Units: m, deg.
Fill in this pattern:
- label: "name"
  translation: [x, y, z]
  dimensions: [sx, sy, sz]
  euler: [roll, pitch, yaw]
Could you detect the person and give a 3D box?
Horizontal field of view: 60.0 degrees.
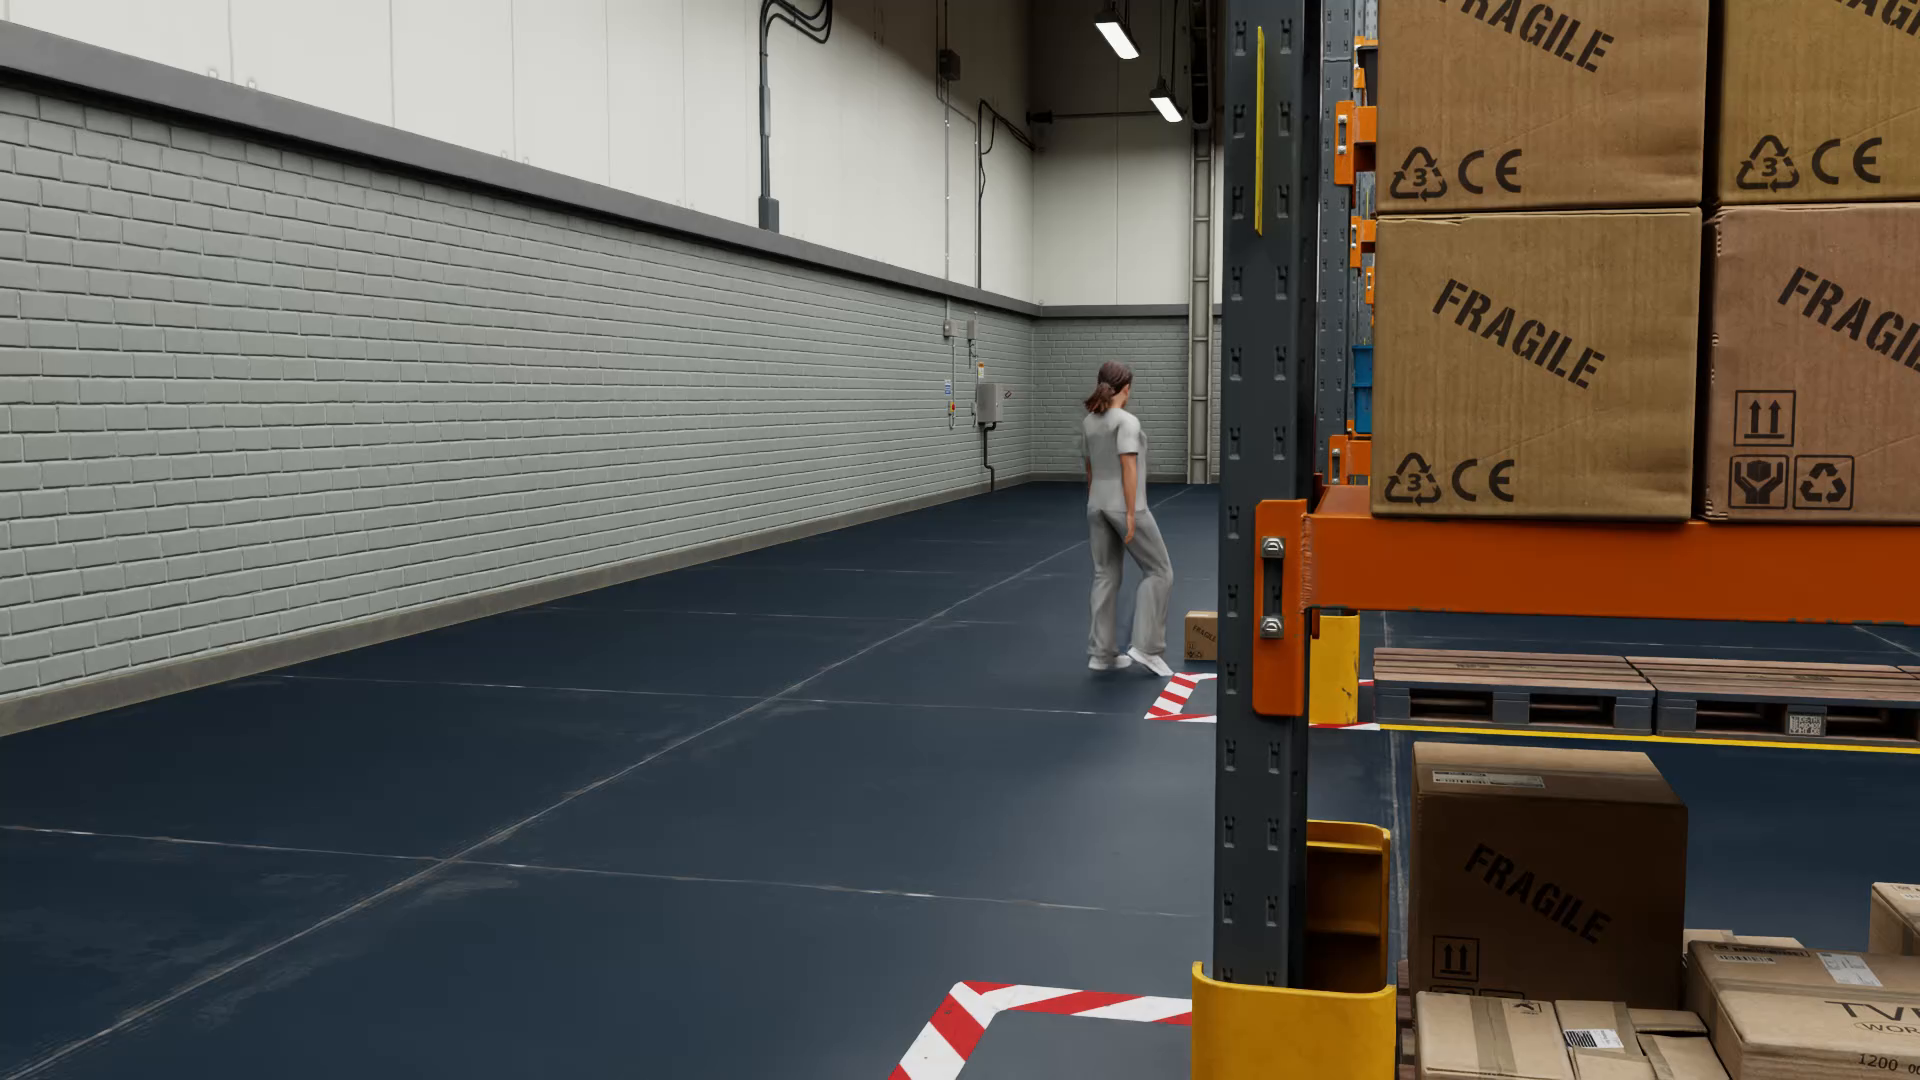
- label: "person"
  translation: [0.869, -0.101, 9.008]
  dimensions: [0.445, 1.737, 0.469]
  euler: [-4, 6, -38]
